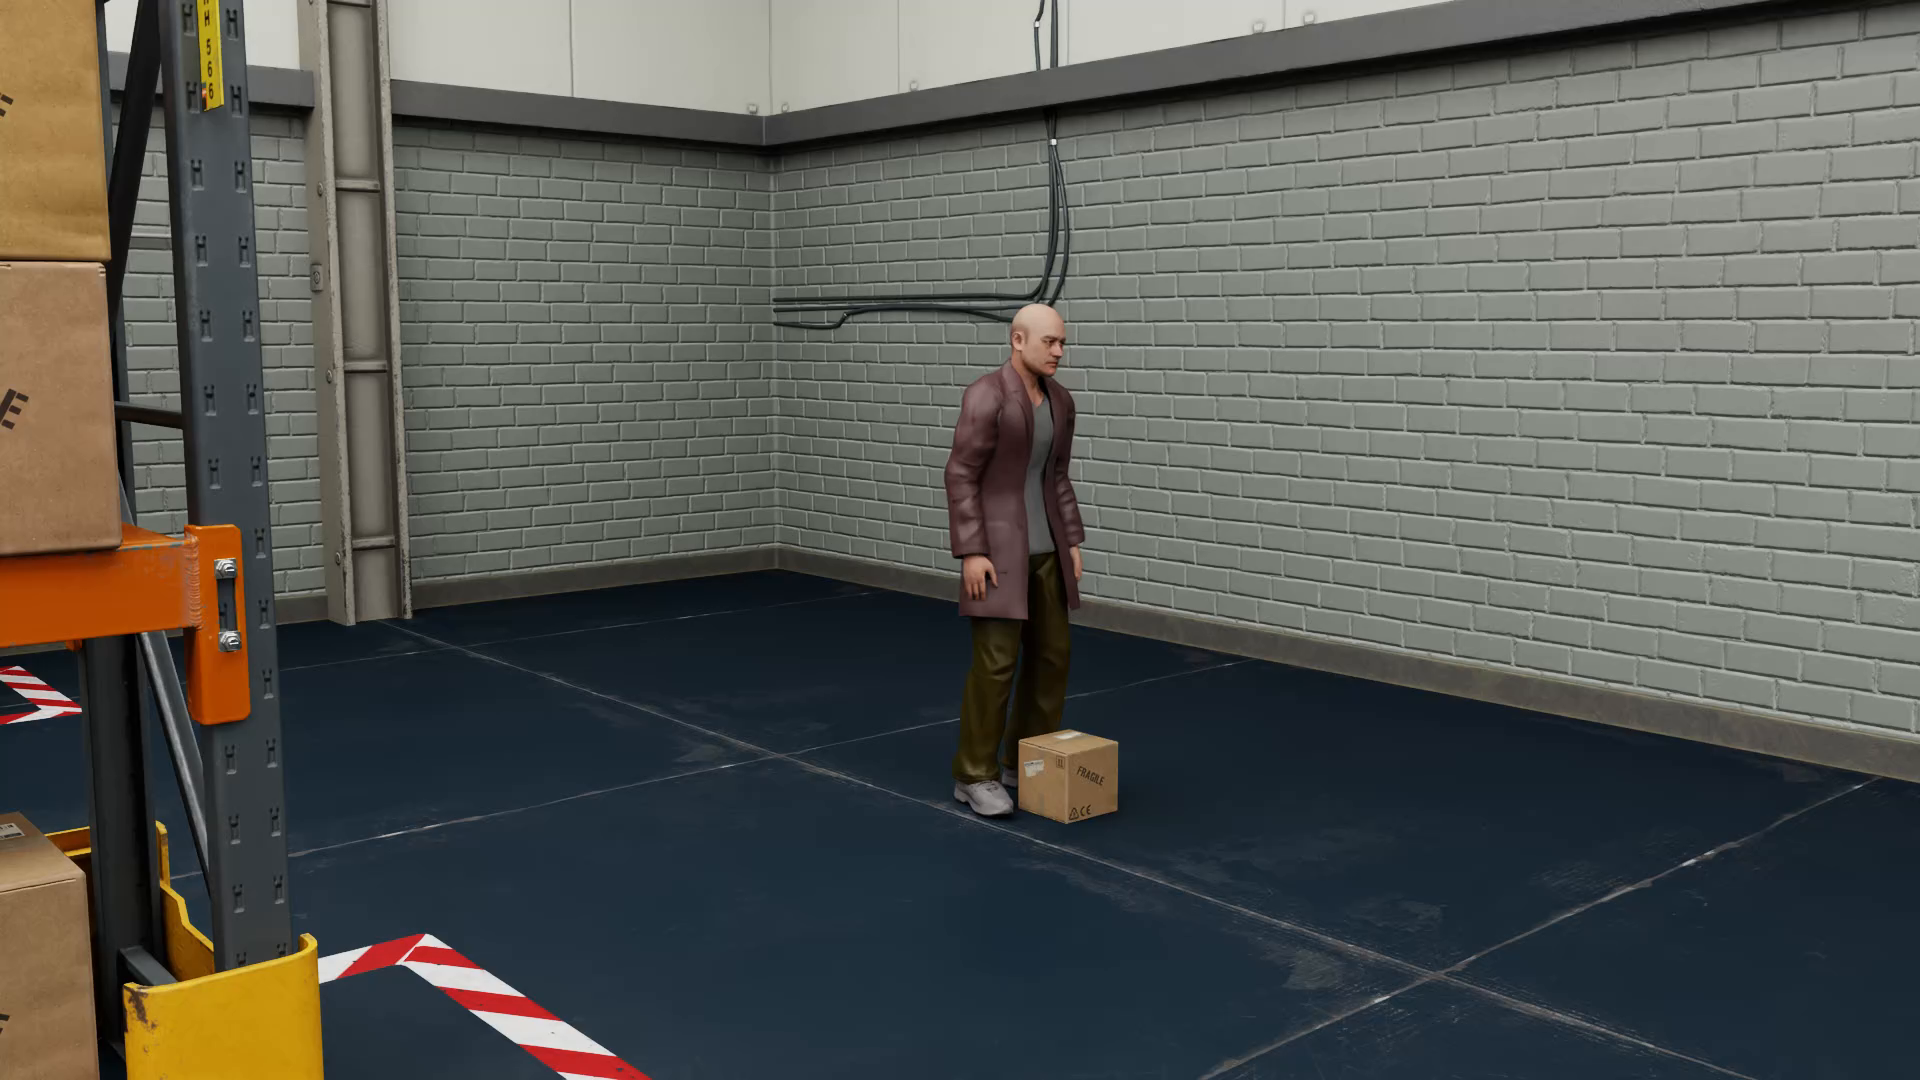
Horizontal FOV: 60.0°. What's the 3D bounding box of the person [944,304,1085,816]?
[{"bbox_3d":[0.218,0.050,5.945,0.647,1.772,0.429,-7,10,-44],"label":"person"}]
